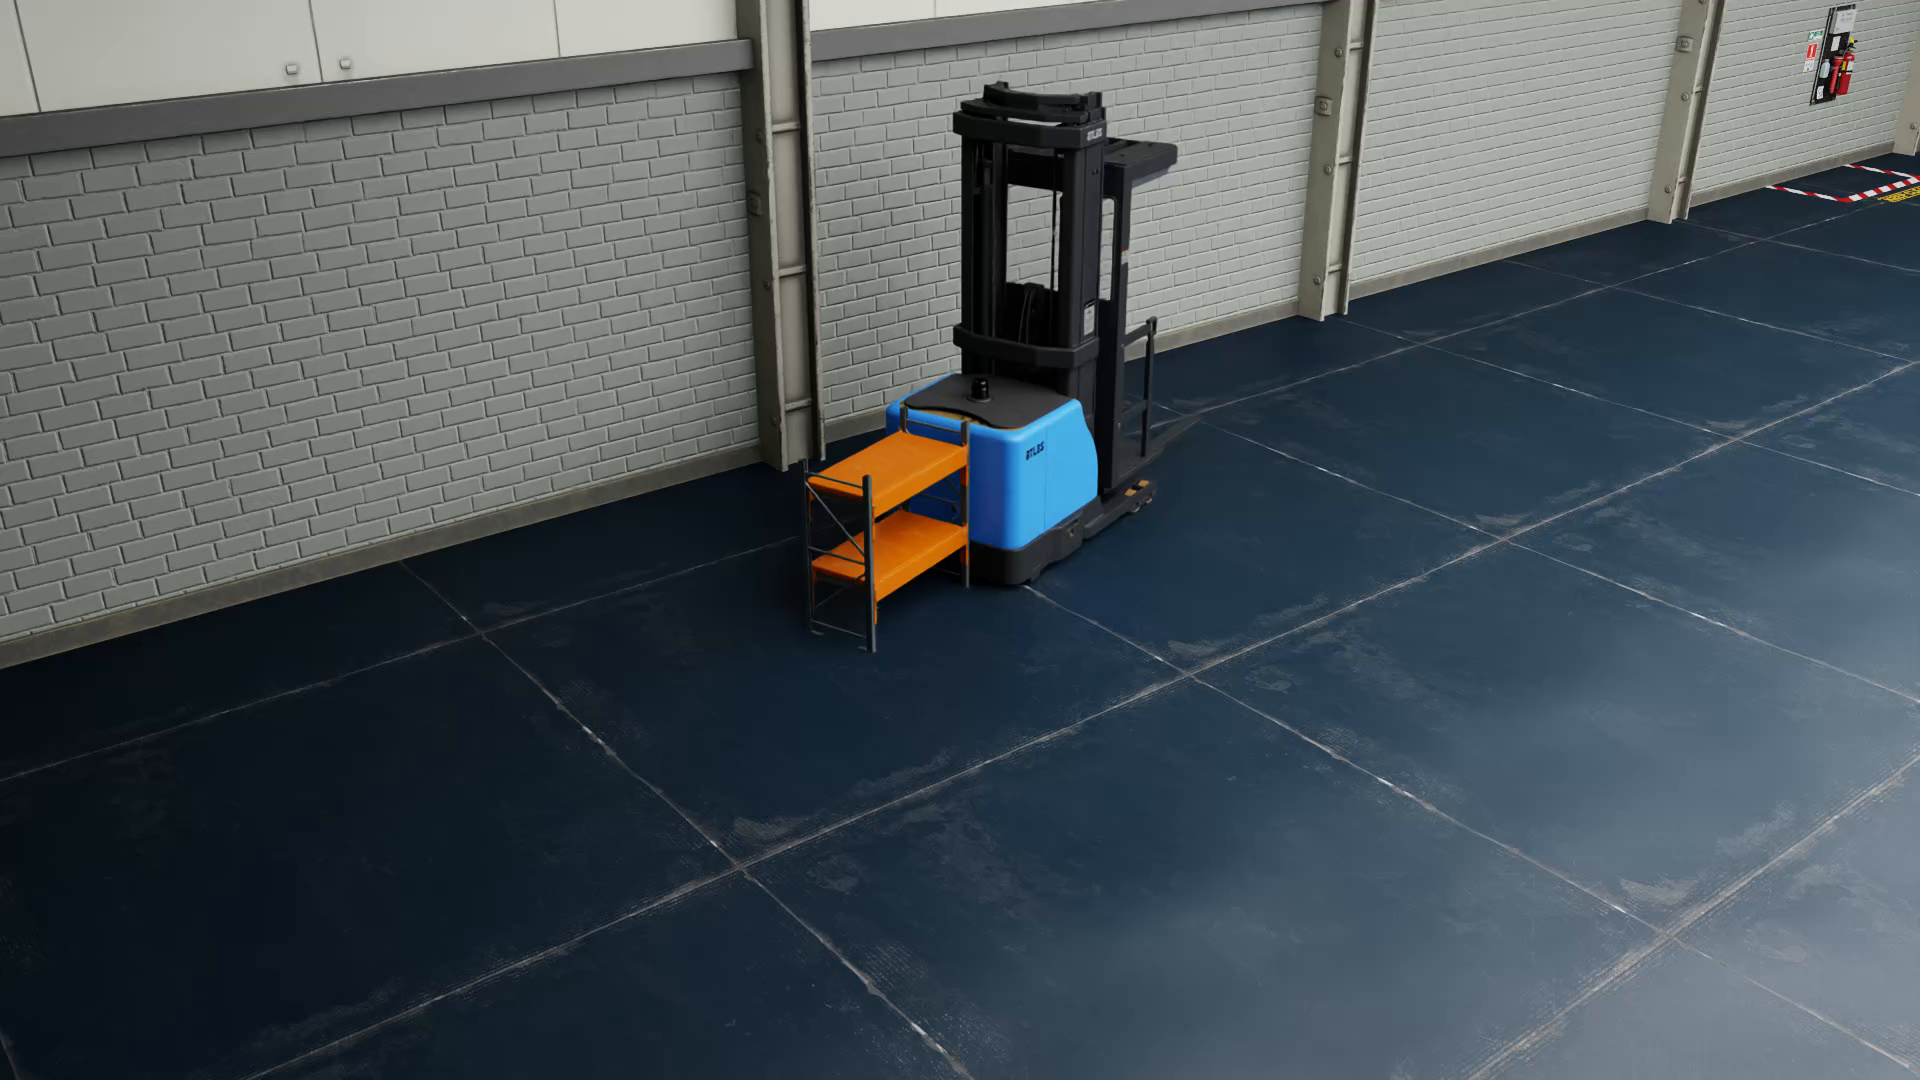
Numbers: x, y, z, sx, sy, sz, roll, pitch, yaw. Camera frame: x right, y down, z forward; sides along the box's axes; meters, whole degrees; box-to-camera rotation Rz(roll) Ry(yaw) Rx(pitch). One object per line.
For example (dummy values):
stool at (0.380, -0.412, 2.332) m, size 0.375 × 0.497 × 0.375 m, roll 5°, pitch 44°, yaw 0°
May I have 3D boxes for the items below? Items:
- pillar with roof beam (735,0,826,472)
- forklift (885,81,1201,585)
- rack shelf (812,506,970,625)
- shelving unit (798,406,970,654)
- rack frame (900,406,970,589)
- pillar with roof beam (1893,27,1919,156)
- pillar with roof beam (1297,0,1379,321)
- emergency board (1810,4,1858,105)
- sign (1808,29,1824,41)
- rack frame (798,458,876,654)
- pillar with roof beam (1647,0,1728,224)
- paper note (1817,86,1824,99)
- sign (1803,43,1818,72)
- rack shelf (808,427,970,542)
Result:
pillar with roof beam at (1.396, -3.264, 7.593) m, size 0.400 × 9.000 × 9.100 m, roll -18°, pitch 31°, yaw -34°
forklift at (0.739, -1.617, 11.252) m, size 1.130 × 2.935 × 3.031 m, roll 15°, pitch 29°, yaw 30°
rack shelf at (-0.436, 0.140, 10.194) m, size 0.538 × 0.278 × 1.000 m, roll 15°, pitch 29°, yaw 30°
shelving unit at (-0.436, -0.082, 10.091) m, size 0.538 × 1.125 × 1.048 m, roll 15°, pitch 29°, yaw 30°
rack frame at (-0.158, -0.261, 10.476) m, size 0.500 × 1.125 × 0.032 m, roll 15°, pitch 29°, yaw 30°
pillar with roof beam at (15.561, -7.940, 17.668) m, size 0.400 × 9.000 × 9.100 m, roll -18°, pitch 31°, yaw -34°
pillar with roof beam at (6.118, -4.822, 10.951) m, size 0.400 × 9.000 × 9.100 m, roll -18°, pitch 31°, yaw -34°
emergency board at (10.936, -6.015, 20.648) m, size 0.643 × 1.169 × 0.194 m, roll -18°, pitch 31°, yaw -34°
sign at (10.446, -6.161, 20.289) m, size 0.331 × 0.109 × 0.001 m, roll -18°, pitch 31°, yaw -34°
rack frame at (-0.715, 0.097, 9.705) m, size 0.500 × 1.125 × 0.032 m, roll 15°, pitch 29°, yaw 30°
pillar with roof beam at (10.839, -6.381, 14.310) m, size 0.400 × 9.000 × 9.100 m, roll -18°, pitch 31°, yaw -34°
paper note at (10.754, -5.593, 20.783) m, size 0.142 × 0.148 × 0.016 m, roll -18°, pitch 31°, yaw -34°
sign at (10.437, -5.922, 20.404) m, size 0.234 × 0.329 × 0.001 m, roll -18°, pitch 31°, yaw -34°
rack shelf at (-0.436, -0.348, 9.968) m, size 0.538 × 0.278 × 1.000 m, roll 15°, pitch 29°, yaw 30°
